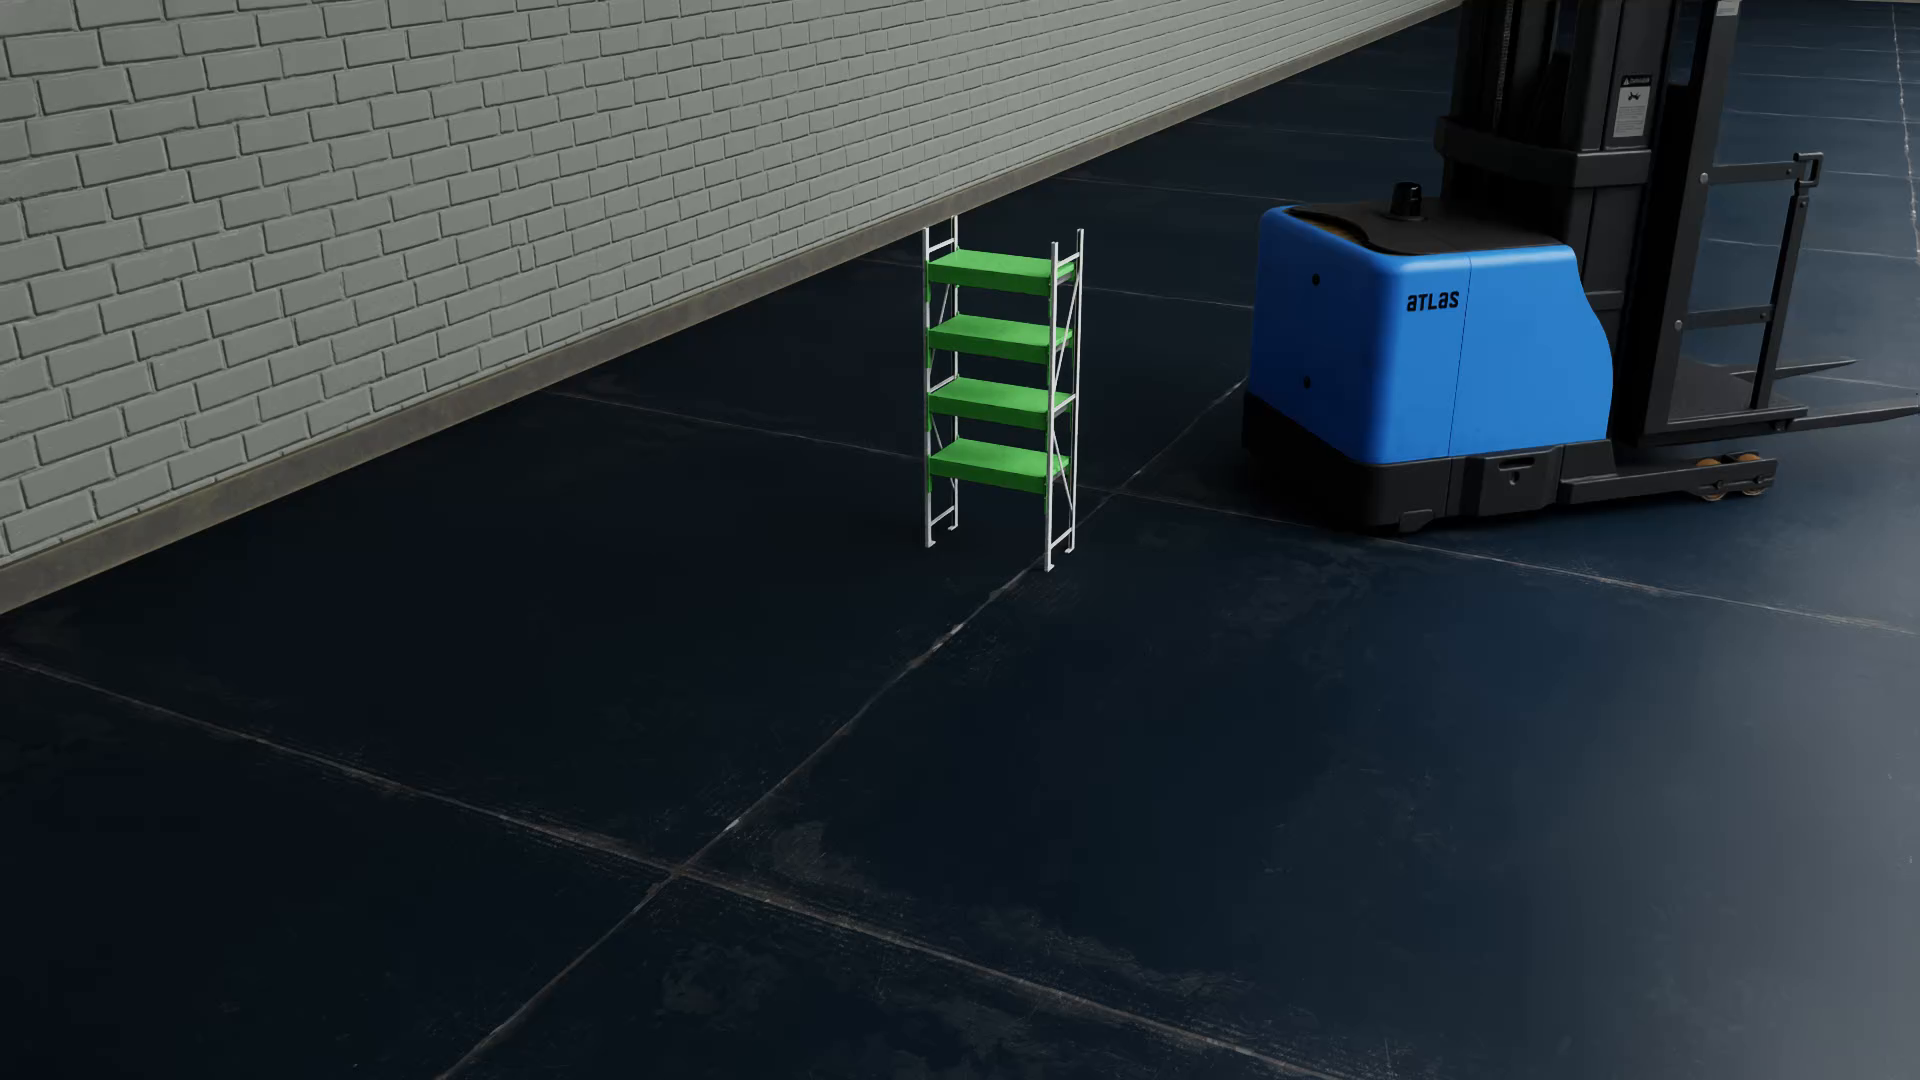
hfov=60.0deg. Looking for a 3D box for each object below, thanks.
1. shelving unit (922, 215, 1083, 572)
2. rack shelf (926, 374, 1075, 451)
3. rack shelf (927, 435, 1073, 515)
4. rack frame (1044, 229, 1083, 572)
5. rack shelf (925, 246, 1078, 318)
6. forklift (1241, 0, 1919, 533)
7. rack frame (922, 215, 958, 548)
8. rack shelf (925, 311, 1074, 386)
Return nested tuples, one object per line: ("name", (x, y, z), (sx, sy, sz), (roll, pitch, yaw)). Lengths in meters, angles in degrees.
("shelving unit", (0.148, -0.523, 5.980), (0.503, 1.200, 0.258), (11, 25, 25))
("rack shelf", (0.148, -0.464, 6.005), (0.480, 0.148, 0.258), (11, 25, 25))
("rack shelf", (0.148, -0.243, 6.099), (0.480, 0.148, 0.258), (11, 25, 25))
("rack frame", (0.365, -0.480, 5.879), (0.015, 1.200, 0.240), (11, 25, 25))
("rack shelf", (0.148, -0.906, 5.817), (0.480, 0.148, 0.258), (11, 25, 25))
("forklift", (2.768, -1.694, 6.522), (3.031, 2.935, 1.130), (-7, 24, -16))
("rack frame", (-0.070, -0.566, 6.081), (0.015, 1.200, 0.240), (11, 25, 25))
("rack shelf", (0.148, -0.685, 5.911), (0.480, 0.148, 0.258), (11, 25, 25))
